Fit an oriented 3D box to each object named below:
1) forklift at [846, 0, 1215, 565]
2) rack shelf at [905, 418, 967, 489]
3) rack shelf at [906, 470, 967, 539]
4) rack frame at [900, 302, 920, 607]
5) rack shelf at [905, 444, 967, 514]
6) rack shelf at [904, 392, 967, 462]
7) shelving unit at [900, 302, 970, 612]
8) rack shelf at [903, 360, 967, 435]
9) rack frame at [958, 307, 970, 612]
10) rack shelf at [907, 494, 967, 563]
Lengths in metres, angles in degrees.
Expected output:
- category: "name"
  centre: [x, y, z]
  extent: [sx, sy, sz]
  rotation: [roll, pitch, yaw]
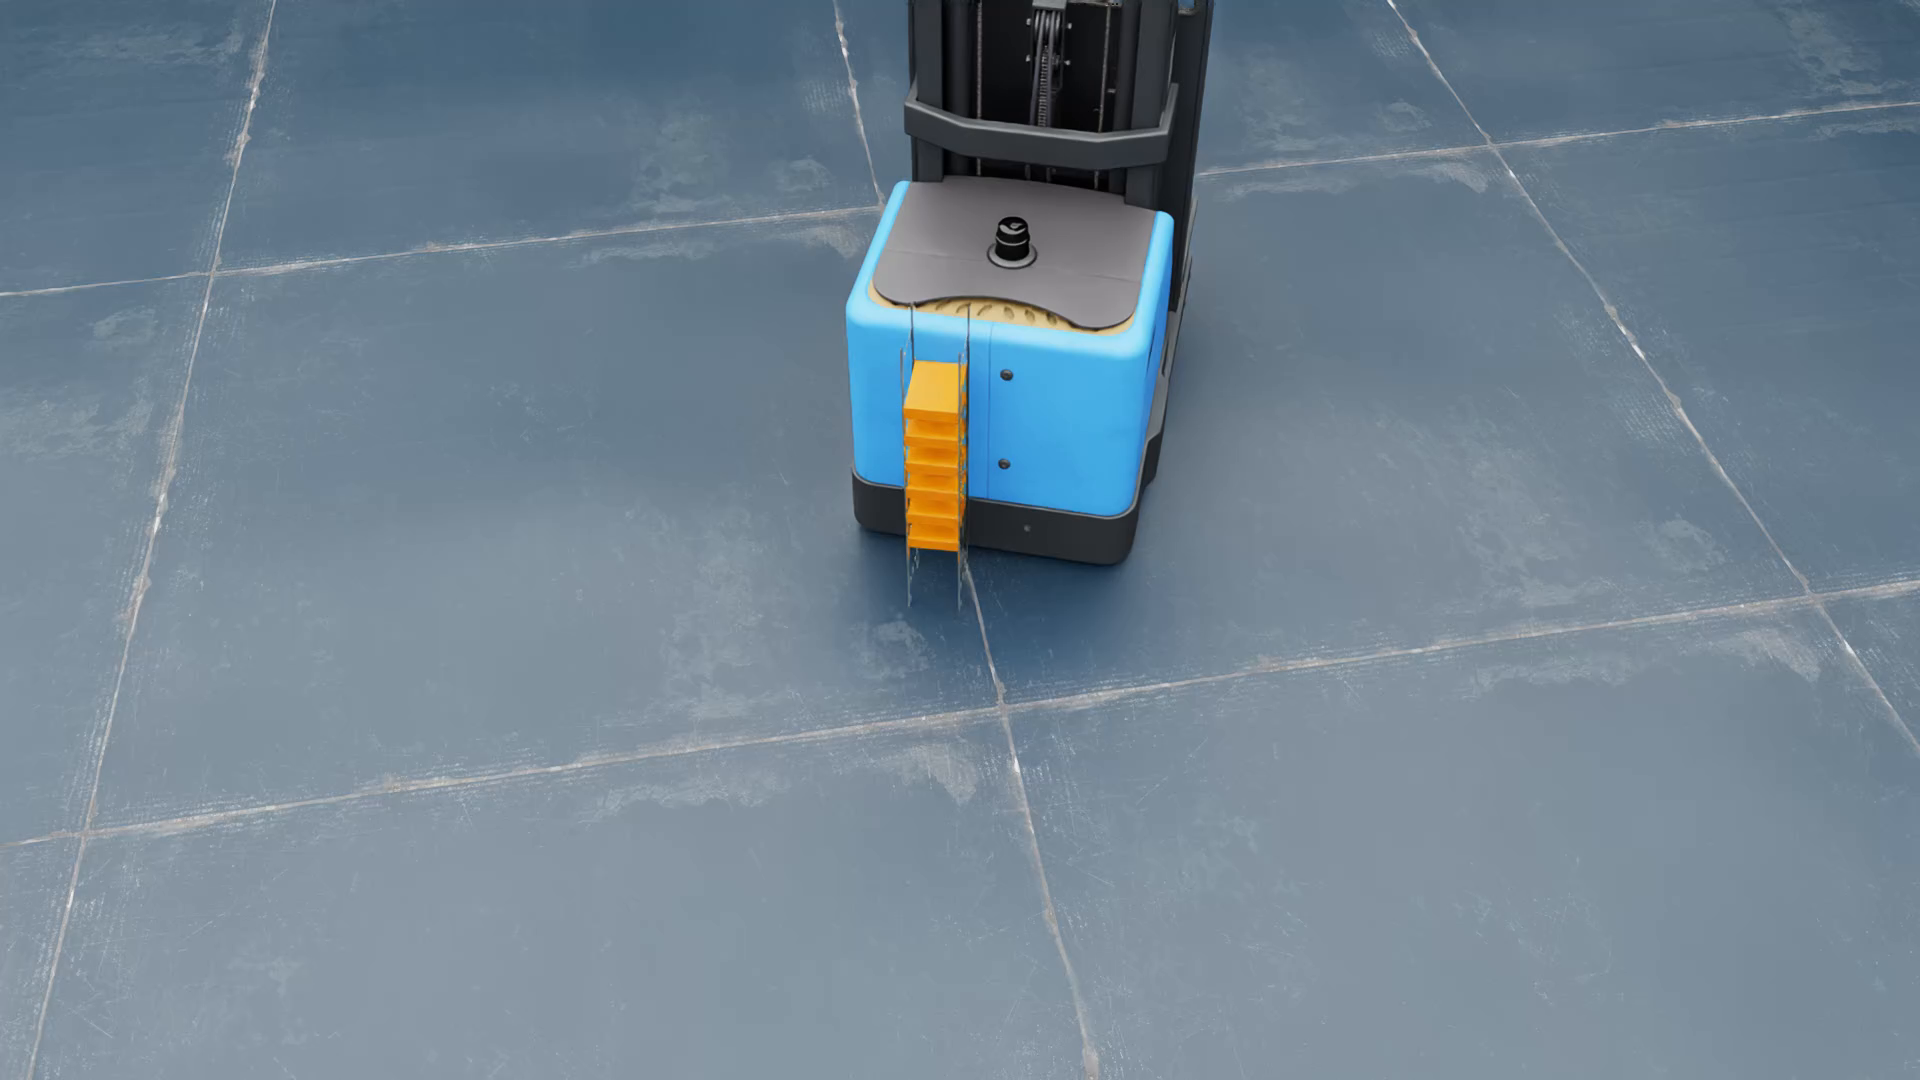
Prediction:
- category: "forklift"
  centre: [0.404, -2.007, 6.148]
  extent: [1.130, 2.935, 3.031]
  rotation: [8, 47, 8]
- category: "rack shelf"
  centre: [-0.078, -0.303, 5.604]
  extent: [0.180, 0.103, 0.258]
  rotation: [5, 46, 5]
- category: "rack shelf"
  centre: [-0.078, -0.137, 5.777]
  extent: [0.180, 0.103, 0.258]
  rotation: [5, 46, 5]
- category: "rack frame"
  centre: [-0.168, -0.259, 5.667]
  extent: [0.006, 1.200, 0.240]
  rotation: [5, 46, 5]
- category: "rack shelf"
  centre: [-0.078, -0.220, 5.690]
  extent: [0.180, 0.103, 0.258]
  rotation: [5, 46, 5]
- category: "rack shelf"
  centre: [-0.078, -0.386, 5.517]
  extent: [0.180, 0.103, 0.258]
  rotation: [5, 46, 5]
- category: "shelving unit"
  centre: [-0.078, -0.251, 5.658]
  extent: [0.189, 1.200, 0.258]
  rotation: [5, 46, 5]
- category: "rack shelf"
  centre: [-0.078, -0.469, 5.431]
  extent: [0.180, 0.103, 0.258]
  rotation: [5, 46, 5]
- category: "rack frame"
  centre: [0.013, -0.242, 5.650]
  extent: [0.006, 1.200, 0.240]
  rotation: [5, 46, 5]
- category: "rack shelf"
  centre: [-0.078, -0.053, 5.863]
  extent: [0.180, 0.103, 0.258]
  rotation: [5, 46, 5]
